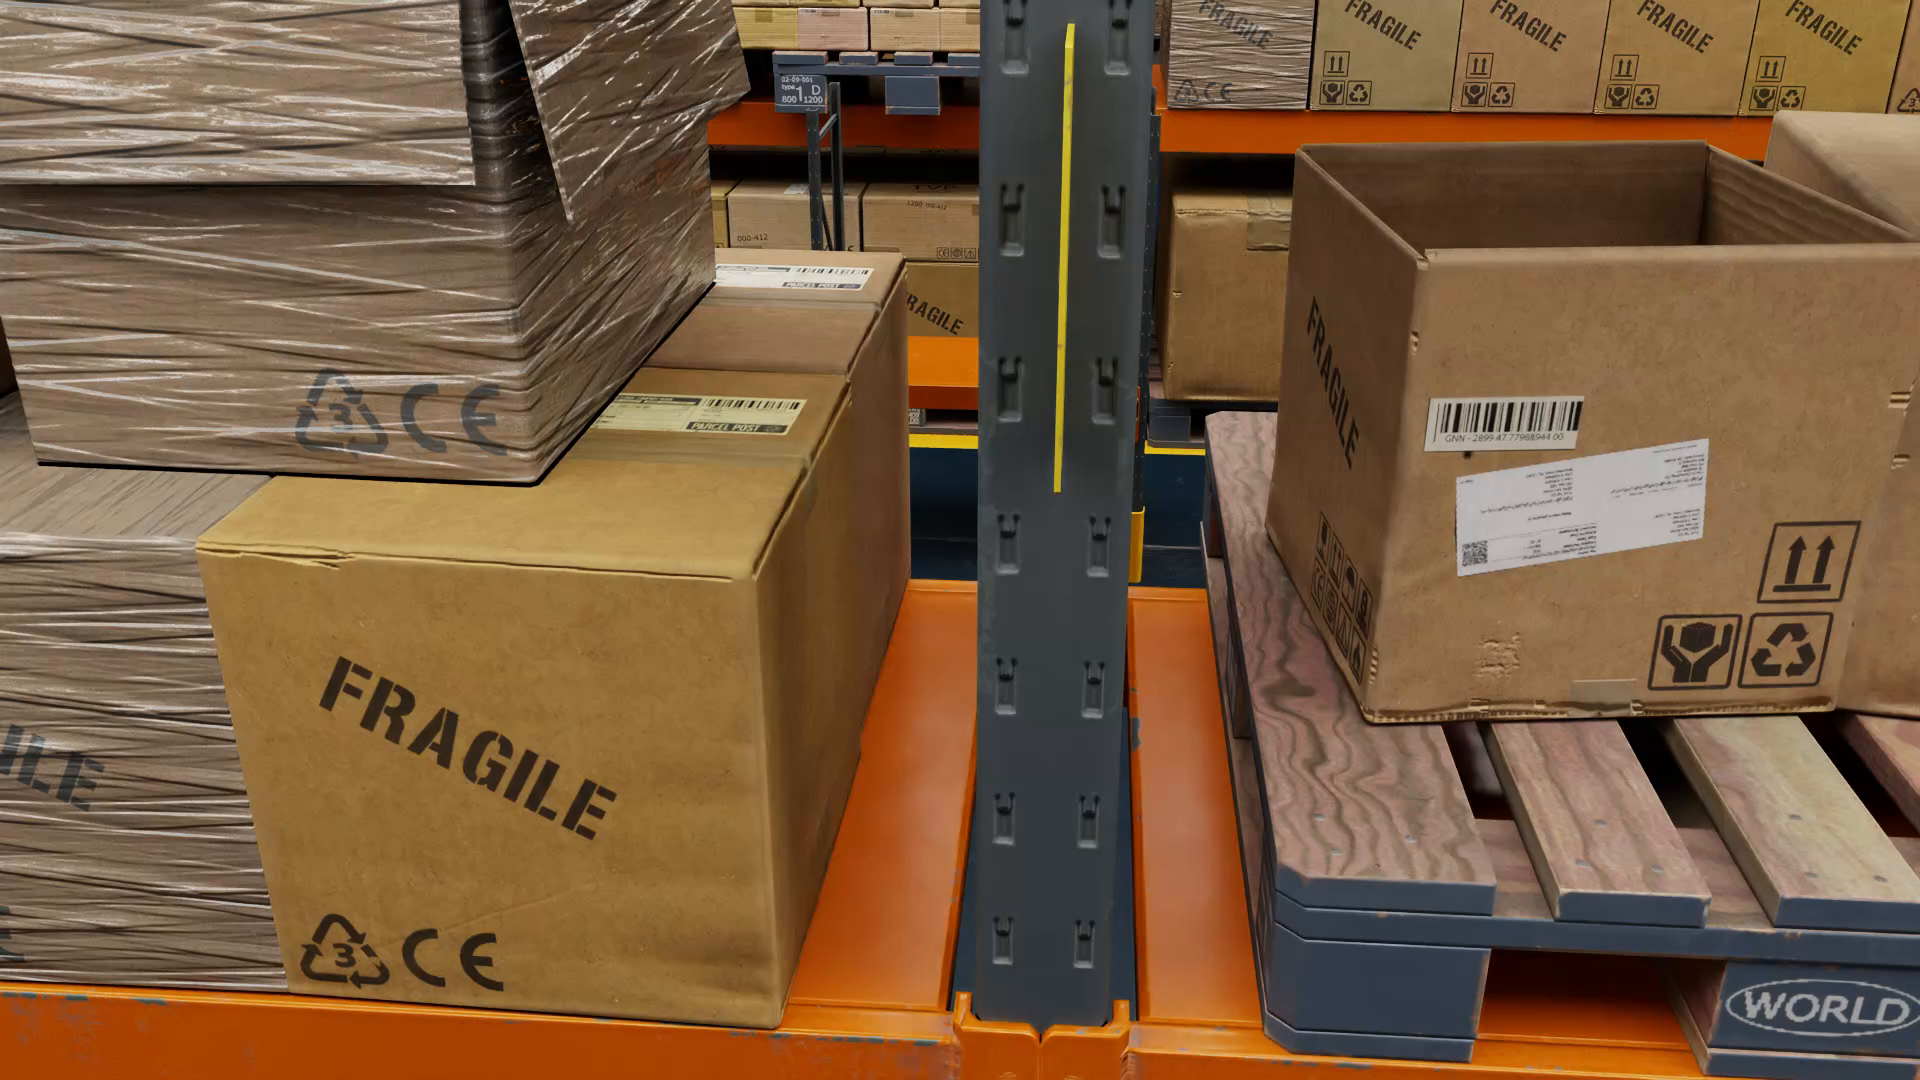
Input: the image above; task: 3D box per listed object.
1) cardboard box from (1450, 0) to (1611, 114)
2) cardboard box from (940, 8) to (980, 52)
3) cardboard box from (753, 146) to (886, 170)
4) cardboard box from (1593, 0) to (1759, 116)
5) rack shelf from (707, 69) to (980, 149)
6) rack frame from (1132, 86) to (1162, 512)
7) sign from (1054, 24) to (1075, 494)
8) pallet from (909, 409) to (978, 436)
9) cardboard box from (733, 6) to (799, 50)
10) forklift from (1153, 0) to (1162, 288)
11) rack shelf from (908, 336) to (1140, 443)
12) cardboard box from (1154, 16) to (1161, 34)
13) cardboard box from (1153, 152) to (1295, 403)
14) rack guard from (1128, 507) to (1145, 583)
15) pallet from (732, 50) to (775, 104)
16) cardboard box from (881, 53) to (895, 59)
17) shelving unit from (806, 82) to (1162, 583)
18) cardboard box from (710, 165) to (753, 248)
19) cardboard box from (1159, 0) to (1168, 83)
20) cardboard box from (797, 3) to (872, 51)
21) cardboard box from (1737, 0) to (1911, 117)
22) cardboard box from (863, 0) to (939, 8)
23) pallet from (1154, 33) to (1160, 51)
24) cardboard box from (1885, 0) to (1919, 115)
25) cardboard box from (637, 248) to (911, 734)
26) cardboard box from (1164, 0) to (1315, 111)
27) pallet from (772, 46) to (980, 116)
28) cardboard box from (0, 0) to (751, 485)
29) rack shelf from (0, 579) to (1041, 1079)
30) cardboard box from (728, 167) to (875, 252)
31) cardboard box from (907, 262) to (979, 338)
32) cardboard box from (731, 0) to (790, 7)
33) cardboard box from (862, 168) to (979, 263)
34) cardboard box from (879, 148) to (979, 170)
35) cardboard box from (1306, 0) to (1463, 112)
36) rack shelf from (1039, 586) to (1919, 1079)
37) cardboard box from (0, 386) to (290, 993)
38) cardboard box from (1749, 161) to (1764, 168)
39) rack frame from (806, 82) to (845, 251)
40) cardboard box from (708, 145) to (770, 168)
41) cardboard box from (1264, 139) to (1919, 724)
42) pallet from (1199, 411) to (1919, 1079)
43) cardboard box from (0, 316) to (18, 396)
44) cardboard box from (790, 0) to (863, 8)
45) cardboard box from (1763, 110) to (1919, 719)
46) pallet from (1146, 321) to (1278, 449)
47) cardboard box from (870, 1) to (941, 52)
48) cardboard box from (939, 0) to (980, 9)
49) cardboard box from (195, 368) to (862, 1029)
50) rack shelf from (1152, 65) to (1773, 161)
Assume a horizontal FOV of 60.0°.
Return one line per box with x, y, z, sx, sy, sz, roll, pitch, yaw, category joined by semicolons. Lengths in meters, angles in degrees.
2.033;-1.858;6.081;0.500;0.500;0.500;2;25;4;cardboard box
0.069;-1.872;6.028;0.250;0.149;0.380;2;25;5;cardboard box
-0.579;-1.506;7.026;0.500;0.250;0.500;2;25;3;cardboard box
2.529;-1.841;6.044;0.500;0.500;0.500;2;25;3;cardboard box
-1.398;-1.708;6.735;4.000;0.370;1.077;2;25;4;rack shelf
0.592;-0.662;5.395;0.032;1.500;0.500;2;25;4;rack frame
0.076;-0.202;1.215;0.005;0.325;0.100;2;25;4;sign
-0.183;-0.730;7.084;1.213;0.211;1.003;2;25;4;pallet
-0.684;-1.898;6.085;0.250;0.149;0.380;2;25;3;cardboard box
1.819;-2.744;8.207;3.031;2.935;1.130;1;25;2;forklift
0.085;-0.515;5.506;1.000;0.185;0.538;2;25;4;rack shelf
1.871;-5.193;15.785;0.625;0.625;0.875;3;25;6;cardboard box
1.196;-1.083;6.704;0.750;0.750;1.050;2;25;3;cardboard box
0.573;-0.095;5.658;0.087;0.250;0.587;2;25;4;rack guard
-1.381;-1.930;6.586;1.213;0.211;1.003;2;25;4;pallet
-0.697;-3.350;11.482;0.875;0.875;0.875;2;25;5;cardboard box
0.076;-0.679;5.431;1.083;1.500;0.587;2;25;4;shelving unit
-1.116;-1.314;6.608;0.500;0.250;0.500;2;25;5;cardboard box
1.065;-2.114;6.636;0.500;0.500;0.500;2;25;4;cardboard box
-0.435;-1.889;6.065;0.250;0.149;0.380;2;25;5;cardboard box
3.035;-1.826;6.011;0.500;0.500;0.500;2;25;5;cardboard box
-0.198;-2.017;5.987;0.250;0.149;0.380;3;25;6;cardboard box
2.068;-4.797;15.923;1.213;0.211;1.003;2;25;4;pallet
3.539;-1.810;5.976;0.500;0.500;0.500;2;25;3;cardboard box
-0.349;-0.082;2.219;0.500;0.500;0.500;3;25;6;cardboard box
1.023;-1.890;6.149;0.500;0.500;0.500;2;25;5;cardboard box
-0.123;-1.862;6.439;1.003;0.211;1.213;2;25;4;pallet
-0.613;-0.438;1.795;0.637;0.503;0.797;3;25;6;cardboard box
-1.879;0.356;2.249;4.000;0.370;1.077;2;25;4;rack shelf
-0.611;-1.291;6.559;0.500;0.250;0.500;2;25;5;cardboard box
-0.081;-0.939;6.689;0.500;0.500;0.500;2;25;4;cardboard box
-0.710;-2.032;6.021;0.250;0.149;0.380;2;25;4;cardboard box
-0.106;-1.280;6.534;0.500;0.250;0.500;1;25;3;cardboard box
-0.073;-1.490;6.991;0.500;0.250;0.500;1;25;2;cardboard box
1.530;-1.875;6.116;0.500;0.500;0.500;2;25;3;cardboard box
2.109;0.484;1.971;4.000;0.370;1.077;2;25;4;rack shelf
-0.892;0.116;1.789;0.500;0.500;0.500;2;25;4;cardboard box
2.997;-1.027;6.582;0.750;0.750;1.050;2;25;4;cardboard box
-0.422;-0.695;5.466;0.032;1.500;0.500;2;25;4;rack frame
-1.071;-1.527;7.072;0.500;0.250;0.500;2;25;4;cardboard box
0.657;-0.143;1.850;0.500;0.500;0.500;-1;25;-2;cardboard box
0.834;0.158;2.047;1.003;0.211;1.213;2;25;4;pallet
-1.262;-0.460;1.843;0.637;0.503;0.797;2;25;5;cardboard box
-0.461;-2.024;6.003;0.250;0.149;0.380;2;25;5;cardboard box
1.221;-0.167;1.902;0.500;0.500;0.700;5;25;12;cardboard box
1.376;-0.648;6.905;1.213;0.211;1.003;2;25;4;pallet
-0.179;-1.881;6.047;0.250;0.149;0.380;2;25;4;cardboard box
0.068;-2.009;5.970;0.250;0.149;0.380;2;25;5;cardboard box
-0.396;0.135;1.749;0.500;0.500;0.500;3;25;6;cardboard box
2.590;-1.580;6.457;4.000;0.370;1.077;2;25;4;rack shelf
